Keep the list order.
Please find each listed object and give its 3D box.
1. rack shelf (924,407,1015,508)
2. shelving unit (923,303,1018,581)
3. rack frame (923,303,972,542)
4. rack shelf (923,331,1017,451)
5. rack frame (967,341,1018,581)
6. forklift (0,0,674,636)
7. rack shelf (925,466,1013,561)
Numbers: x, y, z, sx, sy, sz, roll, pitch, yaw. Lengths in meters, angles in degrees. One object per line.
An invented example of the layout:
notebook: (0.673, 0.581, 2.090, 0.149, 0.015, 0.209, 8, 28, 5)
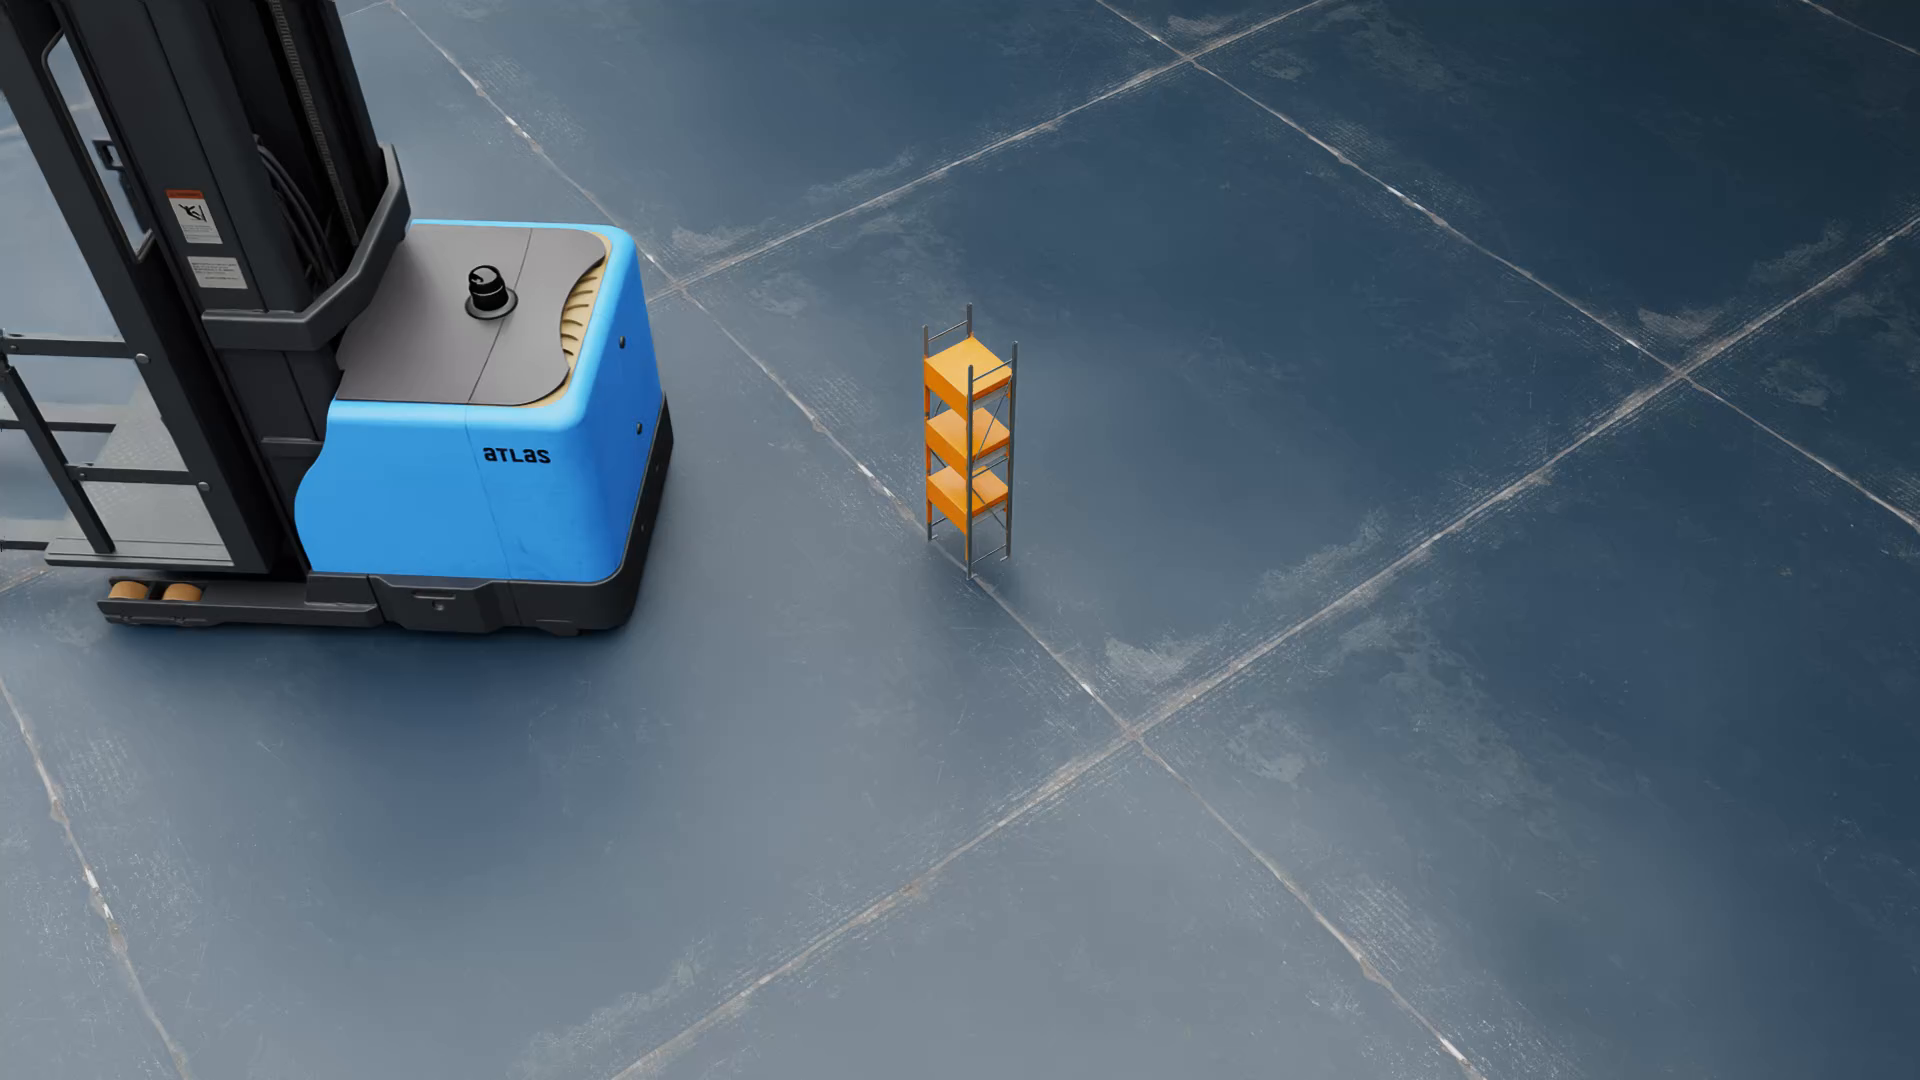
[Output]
rack shelf: (0.032, -0.314, 5.840, 0.215, 0.259, 0.240, -29, 54, -24)
shelving unit: (0.032, -0.321, 5.832, 0.215, 1.050, 0.252, -29, 54, -24)
rack frame: (-0.041, -0.393, 5.898, 0.200, 1.050, 0.008, -29, 54, -24)
rack shelf: (0.032, -0.505, 5.630, 0.215, 0.259, 0.240, -29, 54, -24)
rack frame: (0.106, -0.249, 5.767, 0.200, 1.050, 0.008, -29, 54, -24)
forklift: (-2.653, -1.063, 5.235, 3.031, 2.935, 1.130, 2, 48, 2)
rack shelf: (0.032, -0.127, 6.046, 0.215, 0.259, 0.240, -29, 54, -24)
